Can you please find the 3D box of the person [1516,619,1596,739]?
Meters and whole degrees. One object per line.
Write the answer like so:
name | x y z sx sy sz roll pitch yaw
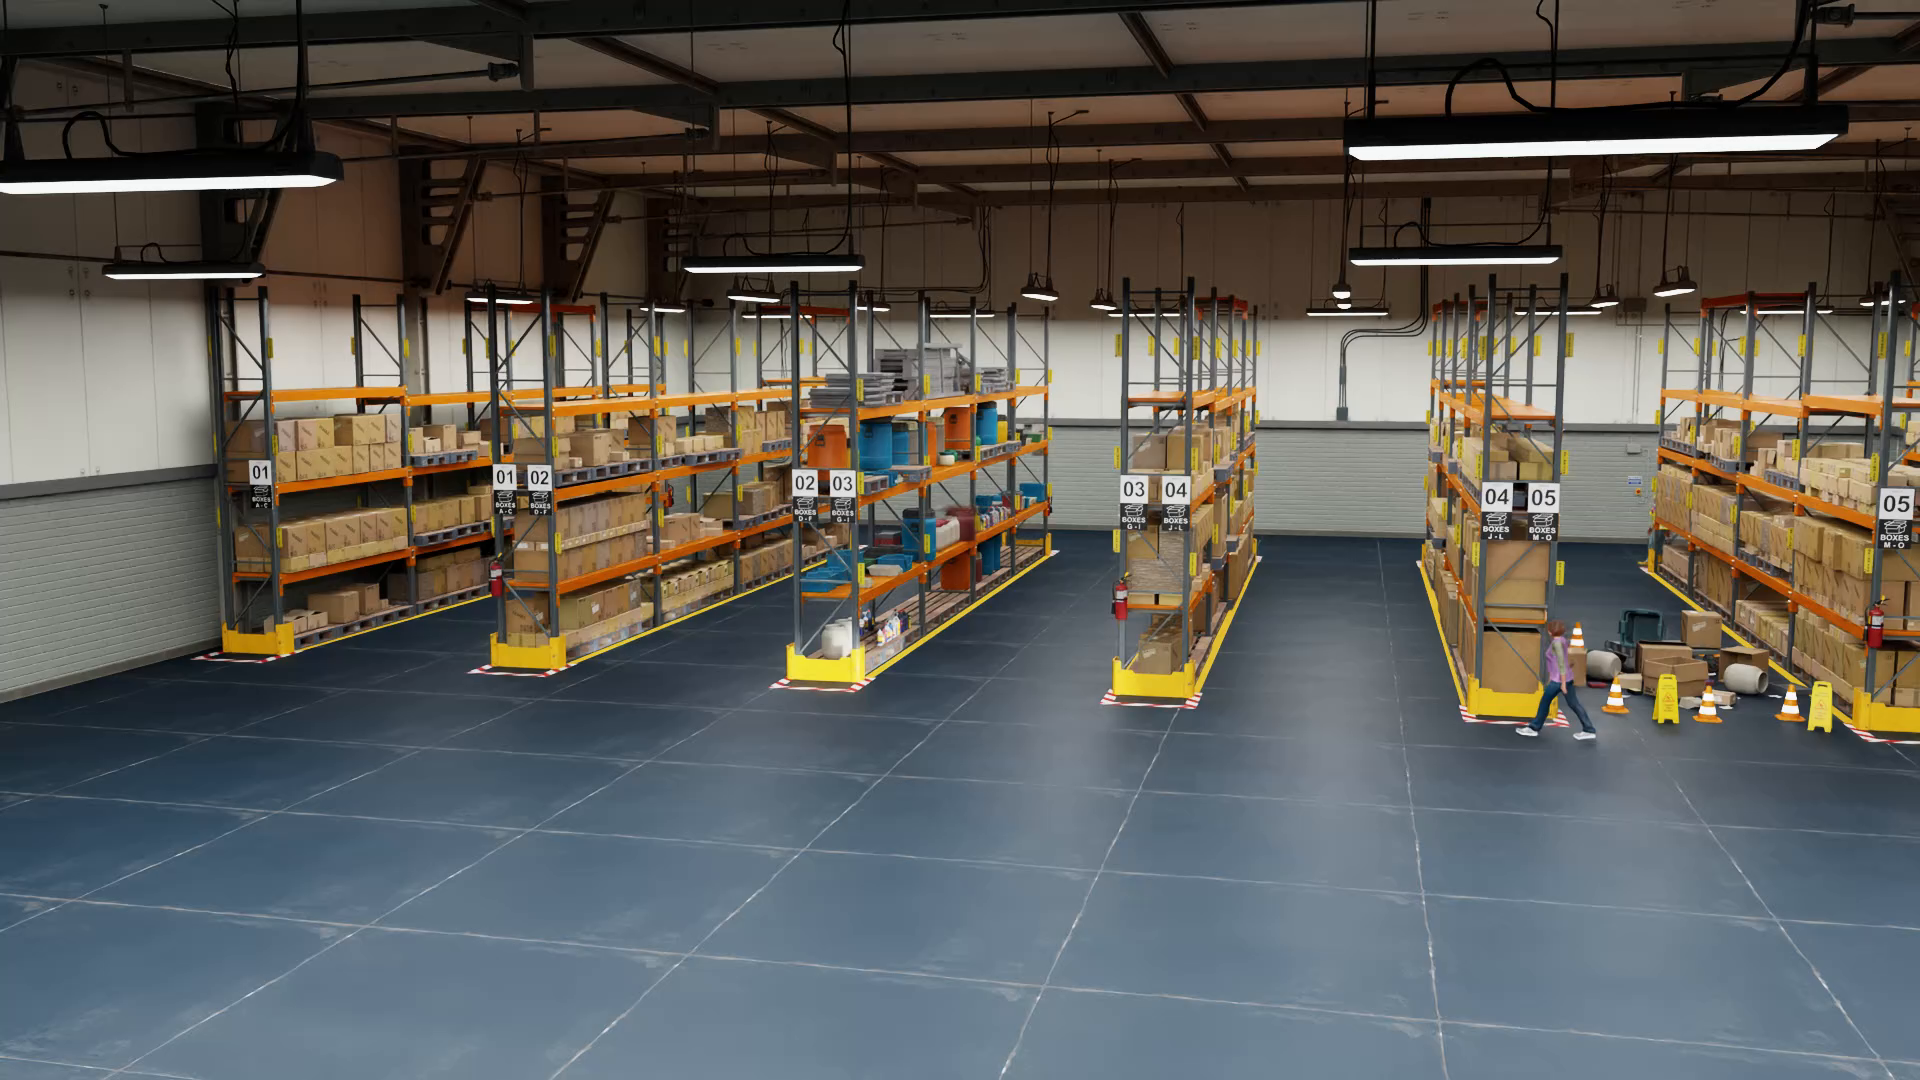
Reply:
person | 7.673 1.779 21.313 0.975 1.527 0.457 4 8 33

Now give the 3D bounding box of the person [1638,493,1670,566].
person | 16.154 -0.259 38.329 0.995 1.731 0.564 1 7 8
